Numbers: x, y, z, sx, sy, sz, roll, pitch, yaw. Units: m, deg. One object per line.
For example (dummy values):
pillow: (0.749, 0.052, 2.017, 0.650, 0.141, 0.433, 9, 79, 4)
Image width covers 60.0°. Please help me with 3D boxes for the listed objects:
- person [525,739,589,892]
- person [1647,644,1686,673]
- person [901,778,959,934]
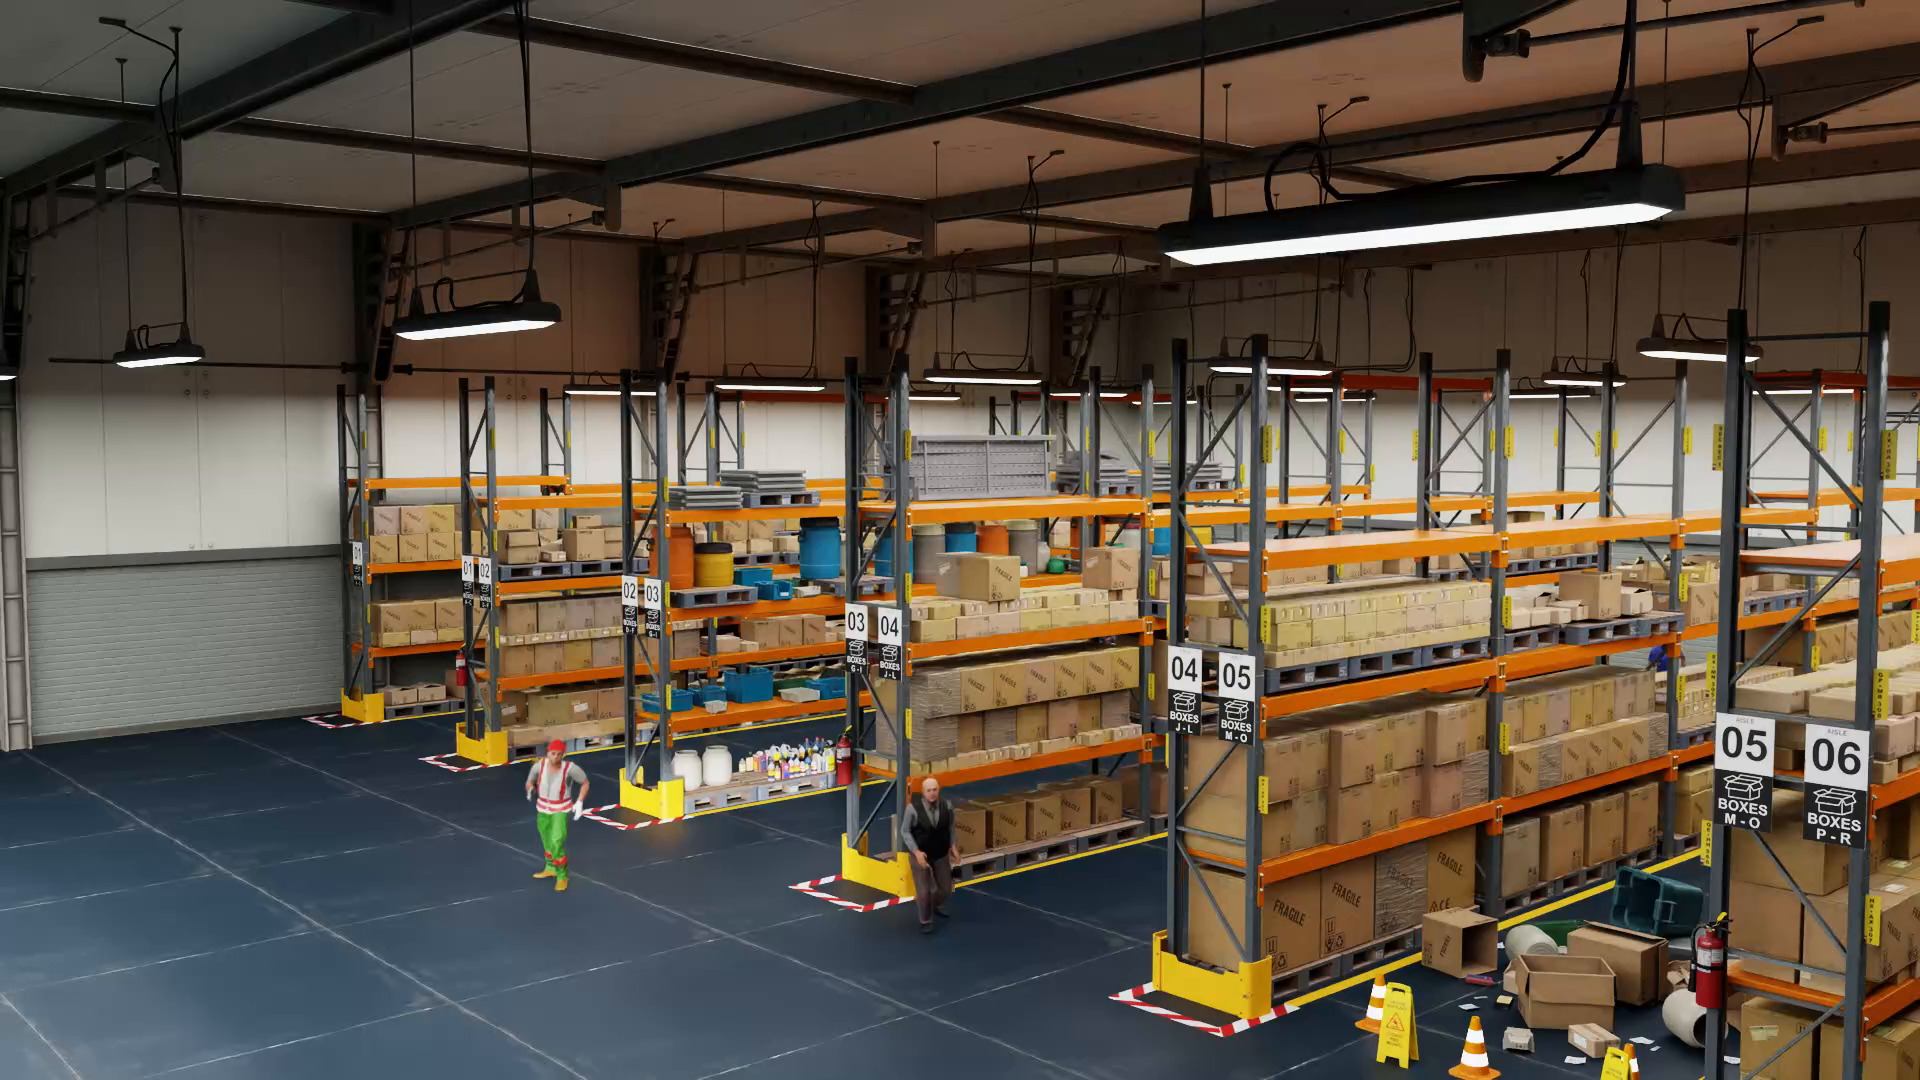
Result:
person: (-4.626, 3.082, 18.871, 0.720, 1.702, 0.821, 1, 4, 15)
person: (12.242, 2.436, 28.849, 0.566, 1.705, 0.861, 2, 4, 34)
person: (-0.340, 3.218, 17.098, 0.631, 1.651, 0.742, -1, 4, -18)
